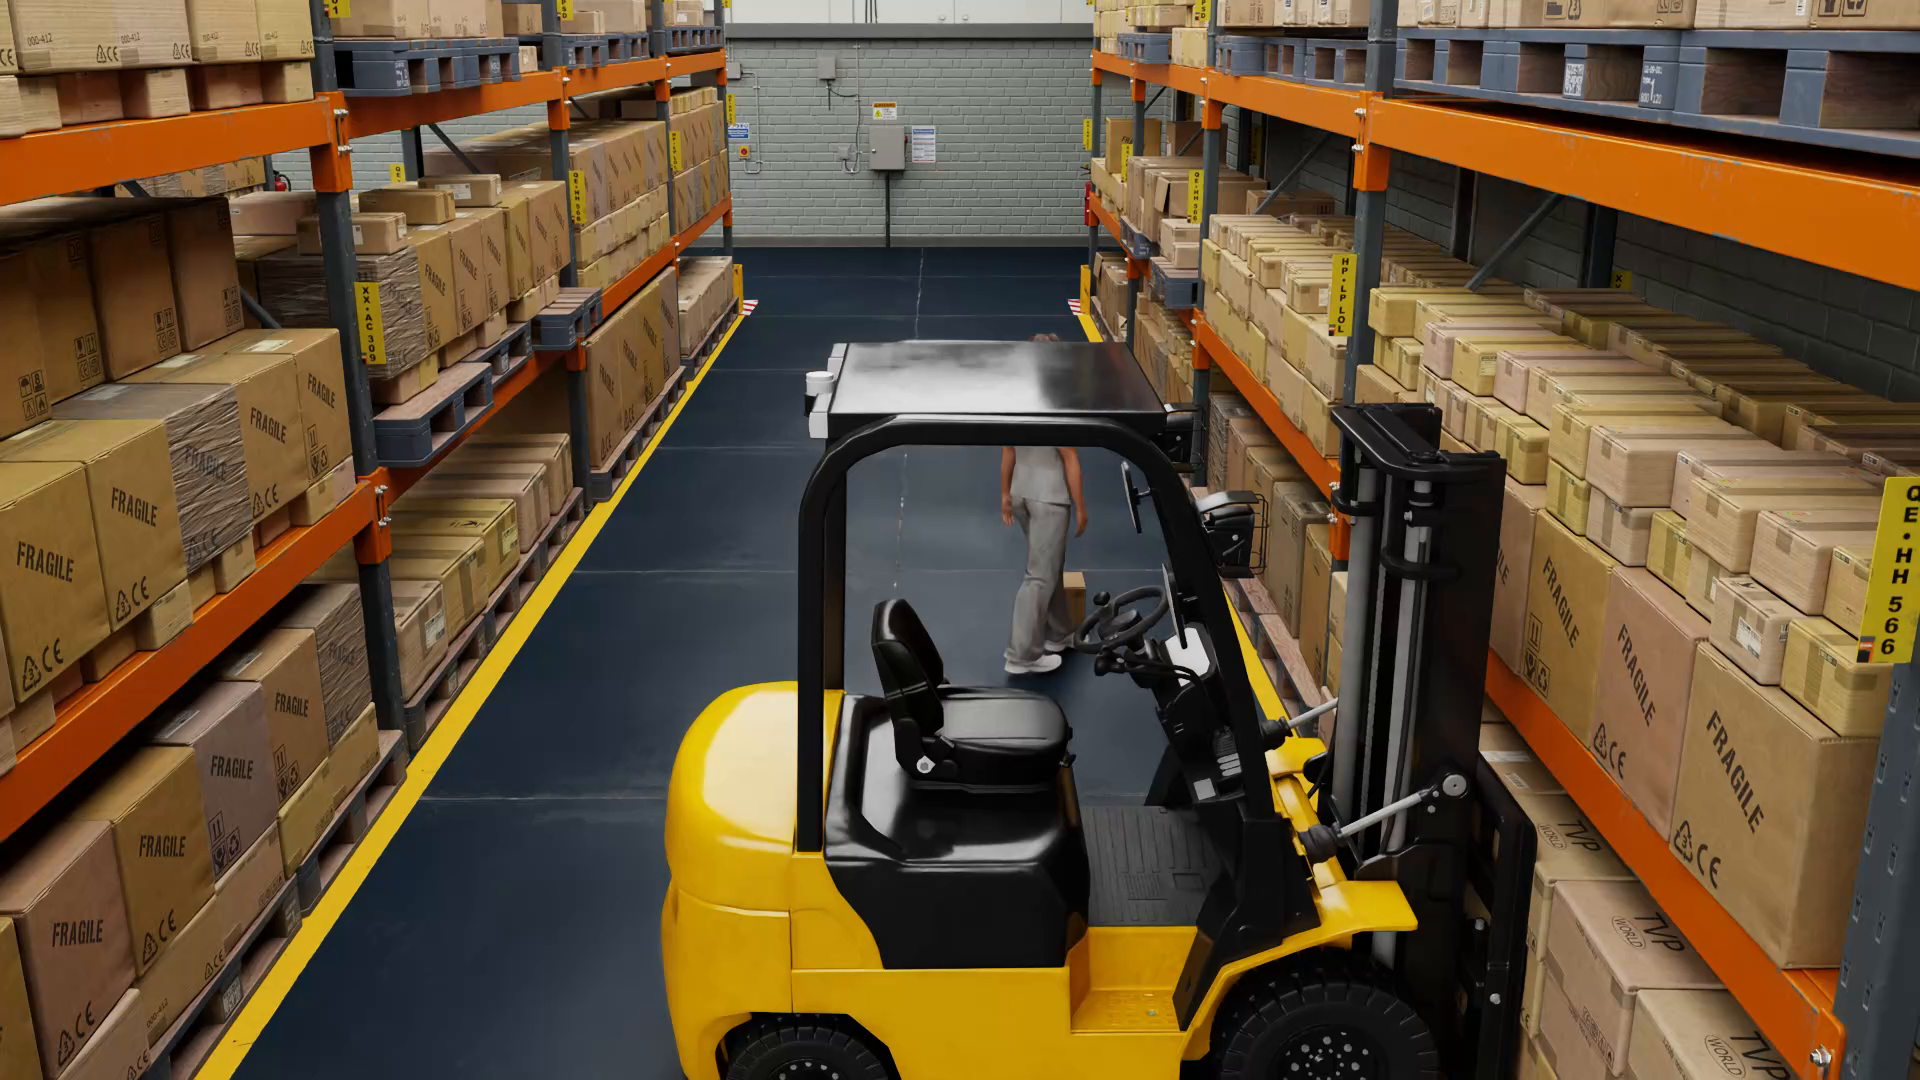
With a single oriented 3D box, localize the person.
[{"bbox_3d":[0.473,-0.189,8.128,0.659,1.666,0.465,-12,21,-34],"label":"person"}]
